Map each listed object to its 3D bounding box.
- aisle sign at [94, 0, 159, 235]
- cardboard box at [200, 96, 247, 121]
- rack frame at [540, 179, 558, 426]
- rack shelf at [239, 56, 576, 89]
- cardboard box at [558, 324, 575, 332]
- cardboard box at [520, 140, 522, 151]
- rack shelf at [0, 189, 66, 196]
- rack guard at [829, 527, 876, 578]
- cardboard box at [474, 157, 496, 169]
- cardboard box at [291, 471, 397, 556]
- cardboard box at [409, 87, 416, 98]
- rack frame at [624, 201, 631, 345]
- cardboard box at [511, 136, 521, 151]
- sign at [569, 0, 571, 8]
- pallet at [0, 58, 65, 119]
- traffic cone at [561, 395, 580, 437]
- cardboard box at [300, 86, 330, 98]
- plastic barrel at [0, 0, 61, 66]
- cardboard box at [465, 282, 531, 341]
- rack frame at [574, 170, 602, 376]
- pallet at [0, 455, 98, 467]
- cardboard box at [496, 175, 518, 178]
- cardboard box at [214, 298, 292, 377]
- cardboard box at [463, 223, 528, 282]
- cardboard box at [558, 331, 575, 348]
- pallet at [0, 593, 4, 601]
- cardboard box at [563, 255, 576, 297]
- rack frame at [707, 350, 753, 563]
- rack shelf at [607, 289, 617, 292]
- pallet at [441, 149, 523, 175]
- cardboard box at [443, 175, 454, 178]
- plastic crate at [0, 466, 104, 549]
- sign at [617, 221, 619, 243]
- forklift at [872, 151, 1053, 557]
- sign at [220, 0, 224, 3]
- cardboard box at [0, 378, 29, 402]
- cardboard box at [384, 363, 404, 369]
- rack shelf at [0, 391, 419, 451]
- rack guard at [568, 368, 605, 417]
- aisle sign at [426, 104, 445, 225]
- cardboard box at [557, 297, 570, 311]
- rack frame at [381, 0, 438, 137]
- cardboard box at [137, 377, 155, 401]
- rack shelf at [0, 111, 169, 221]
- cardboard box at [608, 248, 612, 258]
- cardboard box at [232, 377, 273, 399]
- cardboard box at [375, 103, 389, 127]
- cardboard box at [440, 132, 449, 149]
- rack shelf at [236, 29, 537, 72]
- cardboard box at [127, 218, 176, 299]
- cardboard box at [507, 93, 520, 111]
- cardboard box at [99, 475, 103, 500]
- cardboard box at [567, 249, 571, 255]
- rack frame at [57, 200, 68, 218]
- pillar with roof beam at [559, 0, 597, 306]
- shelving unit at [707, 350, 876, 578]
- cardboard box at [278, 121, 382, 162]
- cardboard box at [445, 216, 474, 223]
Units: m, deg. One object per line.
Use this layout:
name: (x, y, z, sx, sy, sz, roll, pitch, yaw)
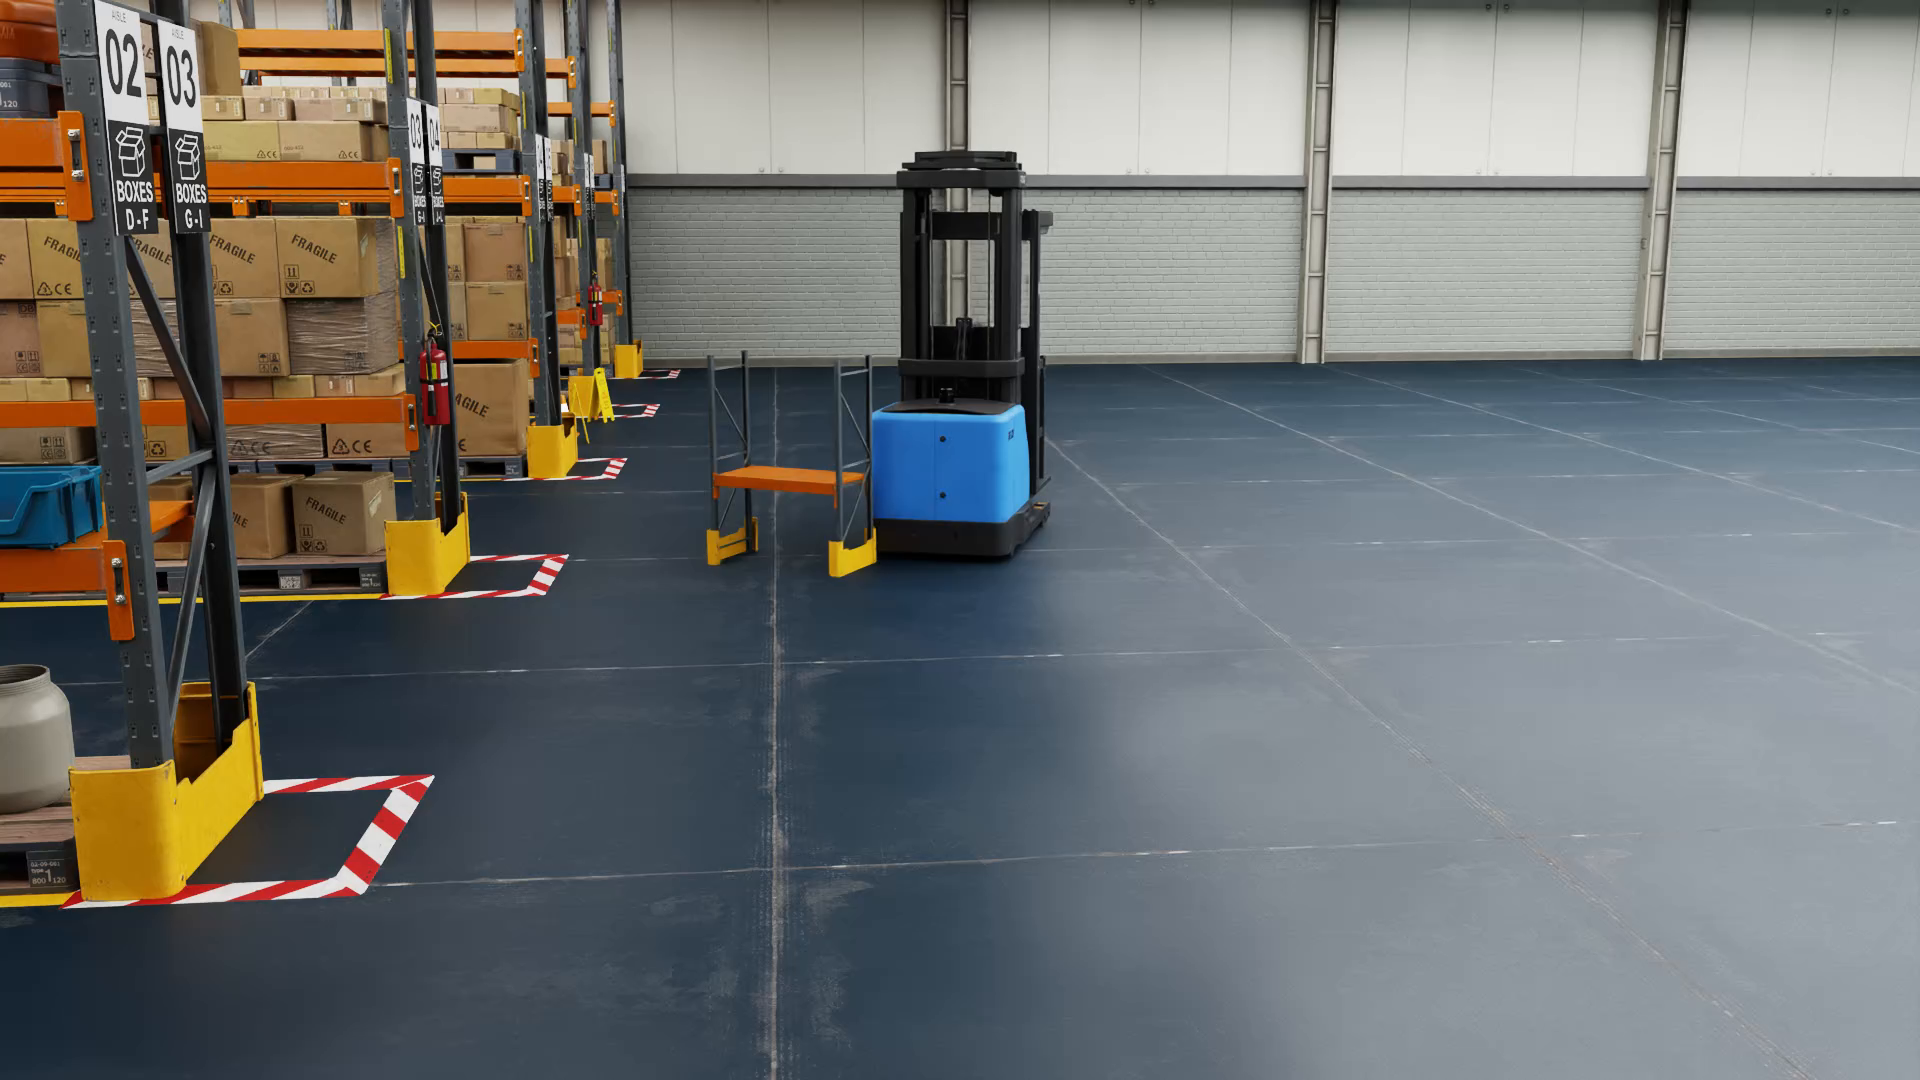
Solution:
aisle sign: (-2.961, -1.488, 5.920, 0.004, 0.787, 0.394, -1, 11, -6)
cardboard box: (-4.621, -2.726, 10.538, 0.250, 0.149, 0.380, -1, 11, -6)
rack frame: (-4.035, -2.170, 16.130, 0.053, 2.616, 0.949, -1, 11, -6)
rack shelf: (-6.658, -5.665, 20.230, 4.000, 0.370, 1.077, -1, 11, -6)
cardboard box: (-6.141, -3.336, 25.508, 0.500, 0.250, 0.500, -1, 11, -5)
cardboard box: (-5.235, -4.796, 20.295, 0.250, 0.149, 0.380, -1, 11, -5)
rack shelf: (-10.000, -3.164, 15.277, 4.000, 0.370, 1.077, -1, 11, -6)
rack guard: (-0.758, 0.084, 11.791, 0.087, 0.250, 0.587, 5, 12, 24)
cardboard box: (-5.652, -4.592, 20.291, 0.500, 0.250, 0.500, -1, 11, -7)
cardboard box: (-4.223, -0.187, 11.435, 0.500, 0.500, 0.500, 1, 11, 4)
cardboard box: (-5.094, -4.078, 15.293, 0.250, 0.149, 0.380, -1, 11, -5)
rack frame: (-5.210, -4.069, 25.789, 0.053, 2.616, 0.949, -1, 11, -6)
cardboard box: (-4.411, -3.829, 16.094, 0.250, 0.149, 0.380, -1, 11, -6)
sign: (-4.630, -6.491, 19.723, 0.005, 0.325, 0.100, -1, 11, -6)
pallet: (-3.898, -1.648, 6.189, 1.213, 0.211, 1.003, -1, 11, -6)
traffic cone: (-4.500, -1.411, 18.845, 0.334, 0.463, 0.336, -1, 11, -6)
cardboard box: (-5.850, -4.062, 15.213, 0.250, 0.149, 0.380, -1, 11, -6)
plastic barrel: (-3.534, -2.122, 5.906, 0.708, 0.830, 0.600, -1, 11, -6)
cardboard box: (-4.399, -2.228, 16.035, 0.550, 0.550, 0.875, -1, 11, -6)
rack frame: (-4.670, -3.118, 20.951, 0.127, 3.000, 1.000, -1, 11, -6)
pallet: (-8.771, -0.689, 15.823, 1.213, 0.211, 1.003, -1, 11, -6)
cardboard box: (-5.506, -4.395, 20.322, 0.250, 0.149, 0.380, -1, 11, -4)
cardboard box: (-4.634, -1.373, 11.044, 0.500, 0.500, 0.875, -1, 11, -6)
cardboard box: (-4.408, -2.774, 16.013, 0.550, 0.550, 0.875, -1, 11, -6)
cardboard box: (-6.160, -3.093, 25.570, 0.500, 0.250, 0.500, -1, 11, -7)
pallet: (-6.913, 0.213, 11.235, 1.213, 0.211, 1.003, -1, 11, -6)
cardboard box: (-5.171, -3.356, 21.133, 0.500, 0.500, 0.500, -1, 11, -7)
rack frame: (-1.666, -0.609, 12.075, 0.032, 1.500, 0.500, 5, 12, 24)
rack shelf: (-7.198, -3.771, 25.631, 3.809, 0.124, 0.919, -1, 11, -6)
pallet: (-4.771, -3.581, 15.764, 1.213, 0.211, 1.003, -1, 11, -6)
cardboard box: (-6.271, -4.384, 20.267, 0.250, 0.149, 0.380, -2, 11, -8)
plastic crate: (-3.530, -0.127, 6.122, 0.616, 0.251, 0.499, -1, 11, -6)
sign: (-5.165, -4.650, 25.127, 0.005, 0.325, 0.100, -1, 11, -6)
forklift: (0.128, -1.556, 13.186, 1.130, 2.935, 3.031, 2, 11, 12)
sign: (-8.581, -6.408, 19.302, 0.005, 0.325, 0.100, -1, 11, -6)
cardboard box: (-6.090, -0.988, 10.770, 0.250, 0.149, 0.380, -1, 11, -6)
cardboard box: (-3.909, -1.134, 11.511, 0.250, 0.149, 0.380, -1, 11, -6)
rack shelf: (-5.588, -0.823, 11.142, 4.000, 0.370, 1.077, -1, 11, -6)
rack guard: (-4.746, -1.890, 21.184, 0.348, 0.500, 1.175, -1, 11, -6)
aisle sign: (-3.571, -2.552, 11.332, 0.004, 0.787, 0.394, -1, 11, -6)
cardboard box: (-5.019, -2.946, 20.727, 0.250, 0.149, 0.380, -1, 11, -4)
rack frame: (-3.600, -4.161, 10.705, 0.127, 3.000, 1.000, -1, 11, -6)
cardboard box: (-5.341, -0.997, 10.815, 0.250, 0.149, 0.380, -1, 11, -6)
rack shelf: (-5.053, -1.345, 6.021, 4.000, 0.370, 1.077, -1, 11, -6)
cardboard box: (-5.575, -4.480, 25.938, 0.250, 0.149, 0.380, -1, 11, -8)
cardboard box: (-4.603, -1.026, 10.963, 0.250, 0.149, 0.380, -1, 11, -6)
cardboard box: (-3.899, -2.850, 11.167, 0.250, 0.149, 0.380, -1, 11, -6)
cardboard box: (-4.835, -3.692, 15.398, 0.250, 0.149, 0.380, -1, 11, -5)
rack shelf: (-6.023, -4.523, 15.450, 4.000, 0.370, 1.077, -1, 11, -6)
cardboard box: (-5.114, -1.823, 10.741, 0.500, 0.500, 0.500, -1, 11, -6)
cardboard box: (-4.401, -4.220, 16.016, 0.250, 0.149, 0.380, -1, 11, -5)
cardboard box: (-5.997, -0.156, 11.275, 0.500, 0.500, 0.500, -2, 11, -11)
cardboard box: (-6.040, -4.371, 25.387, 0.250, 0.149, 0.380, -1, 11, -5)
rack frame: (-13.163, -3.903, 24.945, 0.127, 3.000, 1.000, -1, 11, -6)
pillar with roof beam: (-5.535, -6.346, 21.820, 0.400, 9.000, 9.100, -1, 11, -6)
shelving unit: (-1.211, -0.569, 11.872, 1.083, 1.500, 0.587, 5, 12, 24)
cardboard box: (-4.052, -2.557, 10.710, 0.500, 0.250, 0.500, -1, 11, -5)
cardboard box: (-6.154, -3.711, 20.348, 0.500, 0.500, 0.700, -1, 11, -7)
